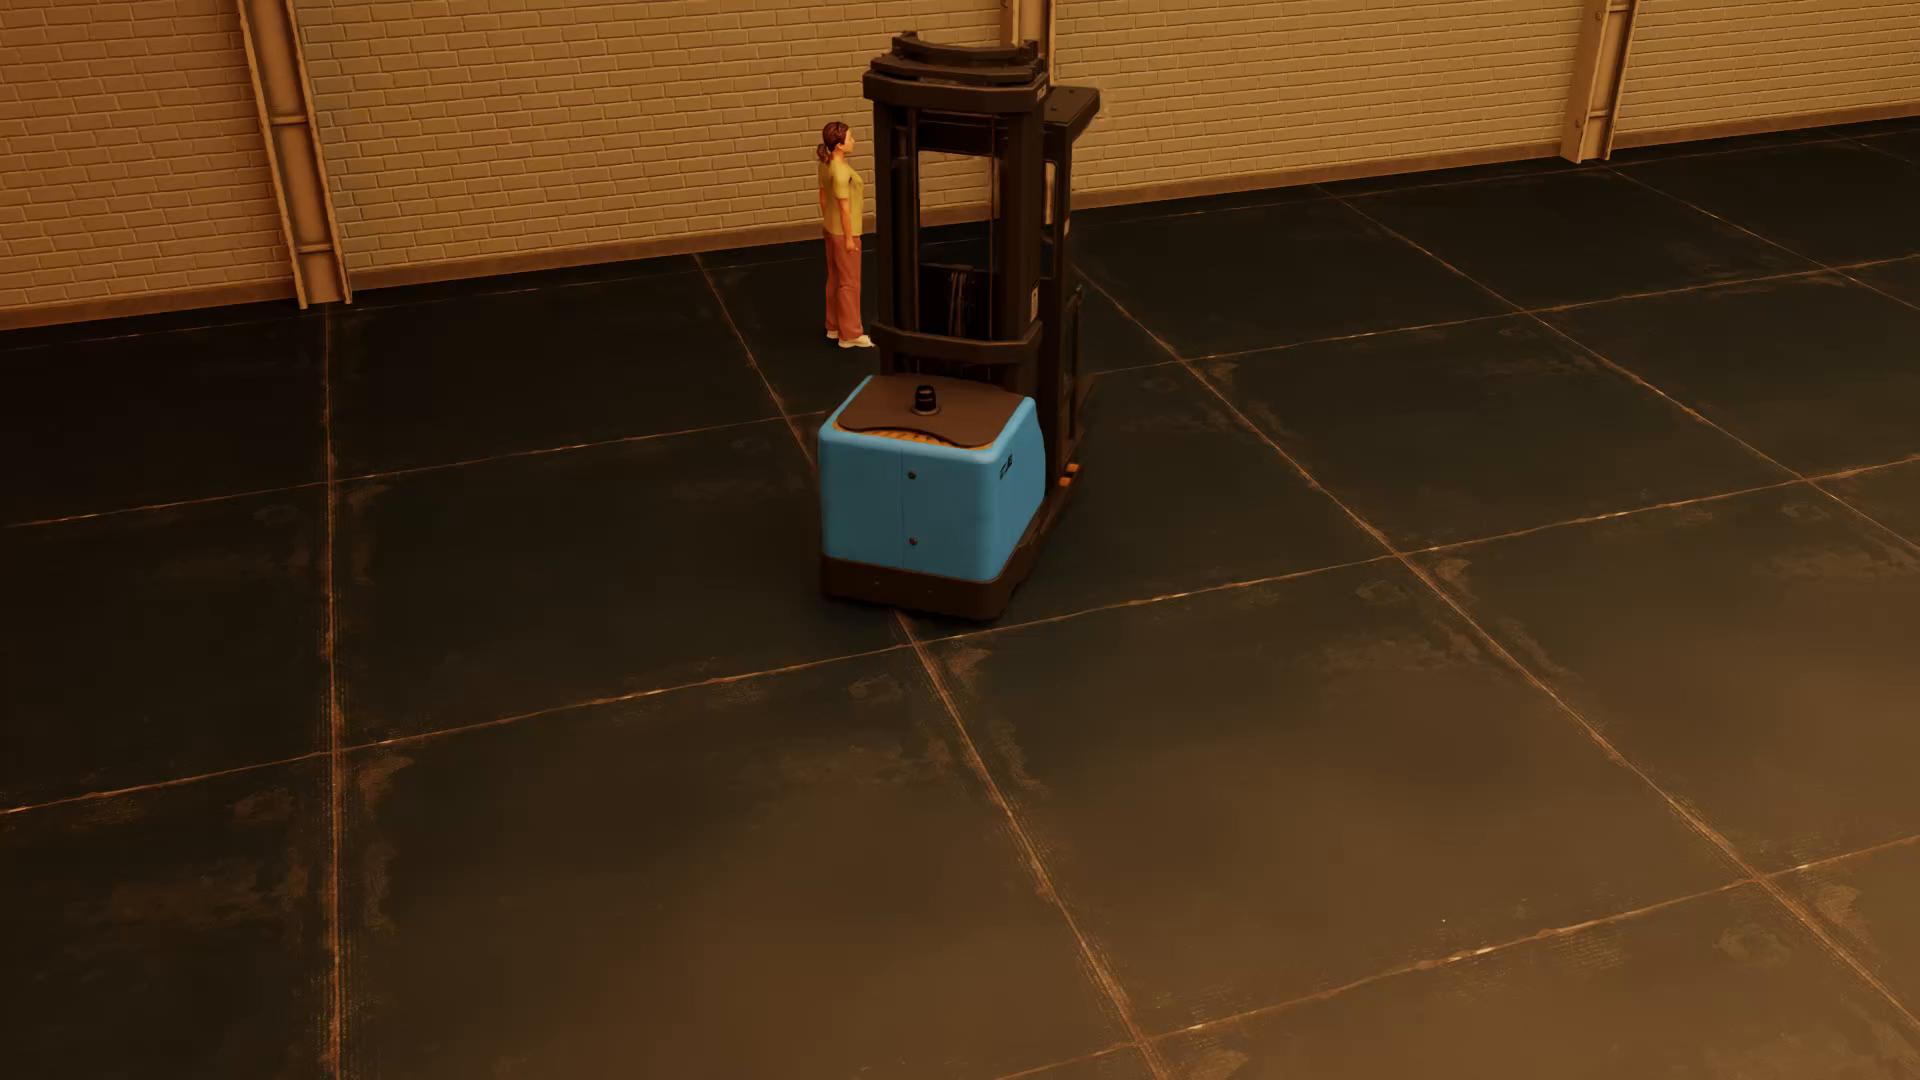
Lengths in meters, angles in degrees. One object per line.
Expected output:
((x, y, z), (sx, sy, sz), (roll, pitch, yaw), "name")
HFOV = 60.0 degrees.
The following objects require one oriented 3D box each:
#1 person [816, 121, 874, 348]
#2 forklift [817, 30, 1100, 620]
((-0.860, -2.260, 12.277), (0.370, 1.673, 0.429), (-13, 32, -22), "person")
((0.154, -1.552, 9.785), (1.130, 2.935, 3.031), (9, 31, 15), "forklift")
